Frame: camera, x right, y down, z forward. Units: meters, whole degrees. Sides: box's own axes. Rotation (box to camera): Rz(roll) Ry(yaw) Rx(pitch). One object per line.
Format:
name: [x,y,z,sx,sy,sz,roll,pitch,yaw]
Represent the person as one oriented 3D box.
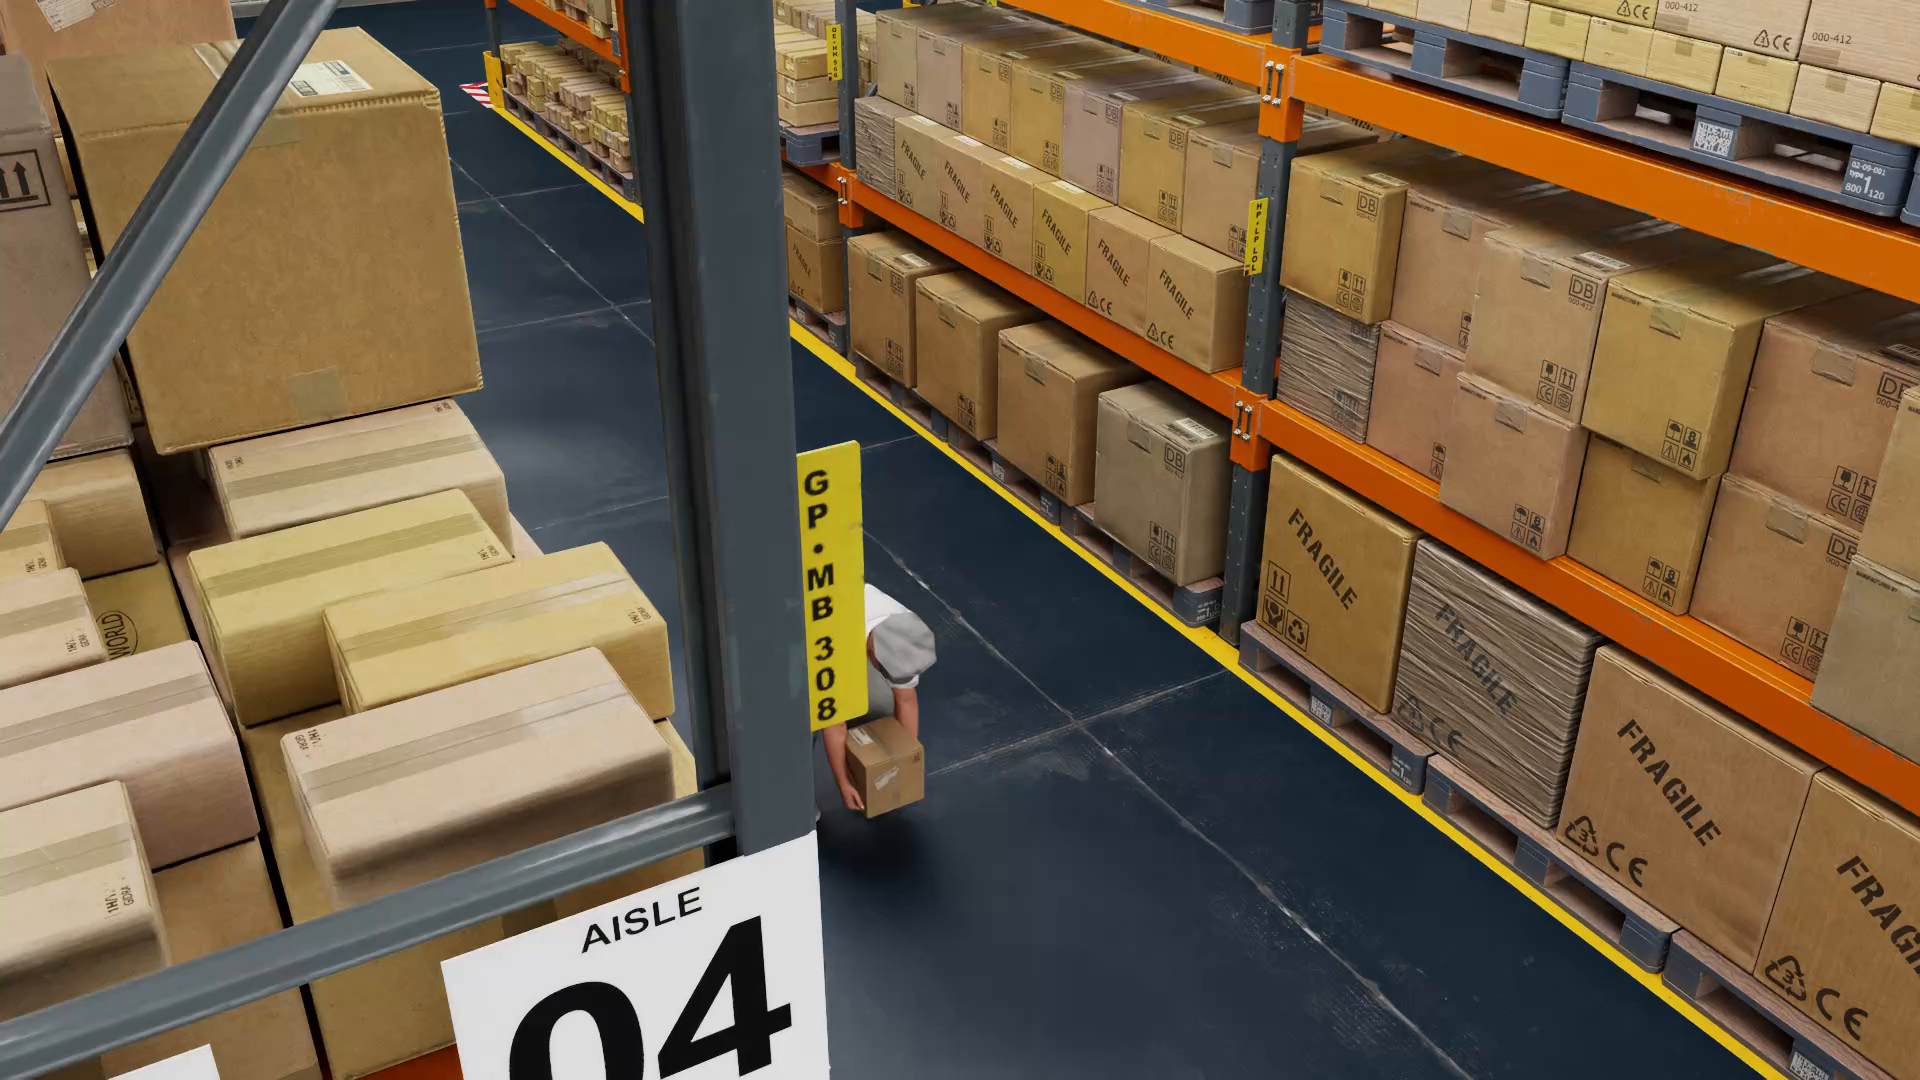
person: [-0.450,0.644,6.574,0.530,1.151,1.029,-17,33,-29]
